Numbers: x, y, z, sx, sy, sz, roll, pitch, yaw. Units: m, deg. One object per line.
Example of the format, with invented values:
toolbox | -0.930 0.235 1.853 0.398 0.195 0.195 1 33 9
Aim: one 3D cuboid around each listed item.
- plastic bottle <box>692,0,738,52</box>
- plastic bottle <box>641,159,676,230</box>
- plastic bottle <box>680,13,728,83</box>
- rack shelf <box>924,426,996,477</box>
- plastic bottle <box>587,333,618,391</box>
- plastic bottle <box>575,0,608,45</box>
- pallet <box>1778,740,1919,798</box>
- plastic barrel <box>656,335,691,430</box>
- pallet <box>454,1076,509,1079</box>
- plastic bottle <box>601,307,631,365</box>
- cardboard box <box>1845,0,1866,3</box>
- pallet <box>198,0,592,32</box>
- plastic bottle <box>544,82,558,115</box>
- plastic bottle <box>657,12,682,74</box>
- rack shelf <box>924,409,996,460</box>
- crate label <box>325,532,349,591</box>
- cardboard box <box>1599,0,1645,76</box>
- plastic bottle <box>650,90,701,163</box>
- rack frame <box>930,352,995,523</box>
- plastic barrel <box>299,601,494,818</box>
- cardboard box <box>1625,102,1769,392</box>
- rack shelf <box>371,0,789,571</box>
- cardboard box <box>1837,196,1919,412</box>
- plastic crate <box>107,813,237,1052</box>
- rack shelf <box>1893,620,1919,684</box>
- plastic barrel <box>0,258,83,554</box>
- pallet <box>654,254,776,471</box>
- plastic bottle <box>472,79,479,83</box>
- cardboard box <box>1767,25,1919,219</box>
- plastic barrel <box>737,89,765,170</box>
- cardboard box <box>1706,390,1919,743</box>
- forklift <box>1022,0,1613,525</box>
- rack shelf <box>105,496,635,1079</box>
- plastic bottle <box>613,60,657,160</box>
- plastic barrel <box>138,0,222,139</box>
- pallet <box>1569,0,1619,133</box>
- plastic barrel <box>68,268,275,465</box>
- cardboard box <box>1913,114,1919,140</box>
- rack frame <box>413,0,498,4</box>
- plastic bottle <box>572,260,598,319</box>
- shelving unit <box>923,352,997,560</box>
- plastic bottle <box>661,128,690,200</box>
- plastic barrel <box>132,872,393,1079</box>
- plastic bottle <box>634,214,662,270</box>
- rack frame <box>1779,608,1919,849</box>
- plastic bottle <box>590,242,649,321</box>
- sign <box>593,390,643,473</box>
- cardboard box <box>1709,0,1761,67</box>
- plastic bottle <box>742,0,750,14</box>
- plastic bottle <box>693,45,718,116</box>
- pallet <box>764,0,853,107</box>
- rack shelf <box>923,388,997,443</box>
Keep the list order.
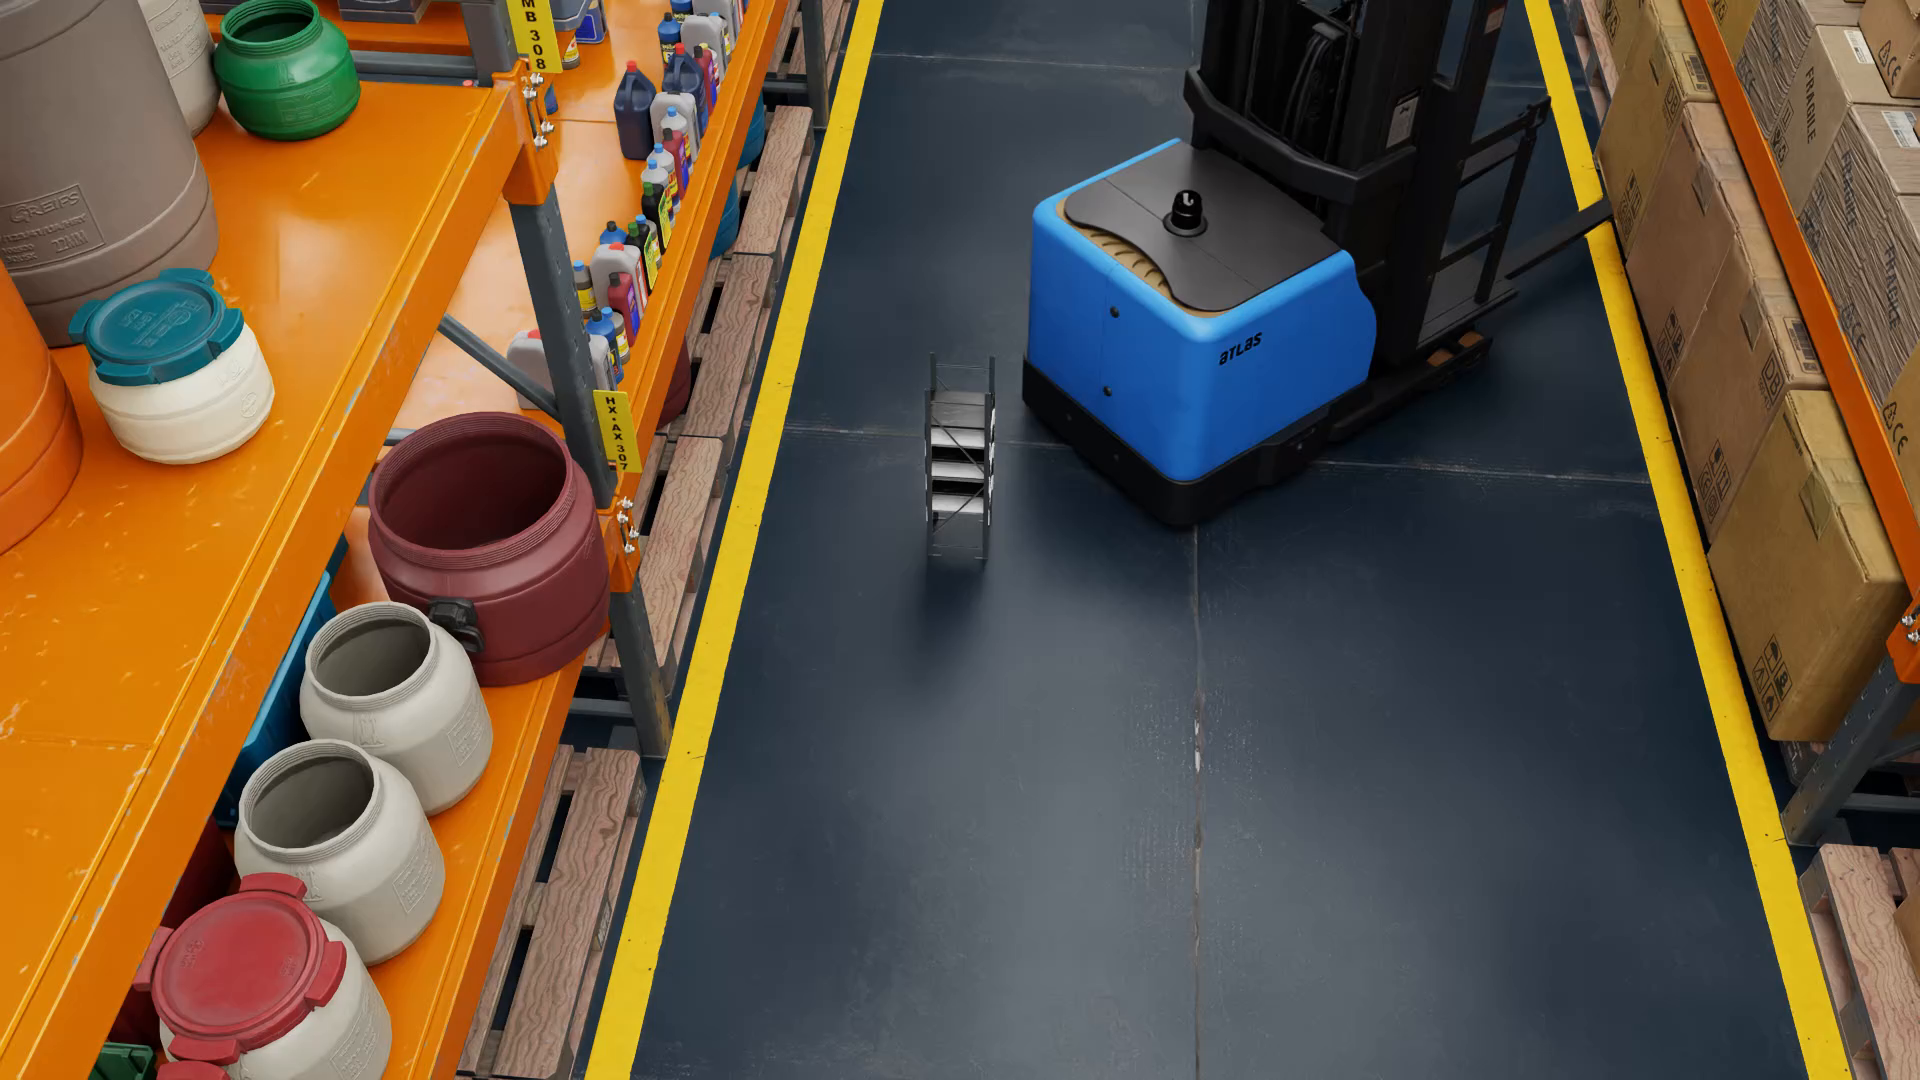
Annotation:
plastic bottle | -0.996 -2.142 6.760 0.152 0.276 0.135 4 48 4
plastic bottle | -1.081 -1.237 5.936 0.097 0.271 0.097 0 48 0
plastic bottle | -1.017 -1.971 6.604 0.152 0.276 0.135 4 48 4
rack shelf | 0.001 -0.348 6.382 0.258 0.077 0.200 4 48 4
plastic bottle | -1.194 -0.548 5.302 0.152 0.276 0.135 4 48 4
plastic bottle | -1.545 -2.186 6.800 0.152 0.276 0.135 4 48 4
pallet | 3.524 0.407 6.235 1.003 0.211 1.213 4 48 4
plastic barrel | -1.424 -0.812 6.809 0.600 0.588 0.708 4 48 4
pallet | -1.778 2.108 4.679 1.003 0.211 1.213 4 48 4
plastic bottle | -1.147 -0.677 5.471 0.097 0.201 0.097 0 48 0
cardboard box | 3.618 -2.298 6.072 0.797 0.503 0.637 4 48 4
pallet | -1.388 -1.798 4.456 1.003 0.211 1.213 4 48 4
plastic bottle | -1.630 -1.788 6.440 0.097 0.271 0.097 0 48 0
plastic bottle | -1.143 -1.964 6.601 0.097 0.271 0.097 0 48 0
rack shelf | 0.001 -0.409 6.315 0.258 0.077 0.200 4 48 4
crate label | -1.967 0.047 4.787 0.303 0.233 0.416 4 48 4
cardboard box | 3.882 -2.804 8.437 0.875 0.875 0.875 4 48 4
plastic bottle | -1.067 -1.567 6.234 0.152 0.276 0.135 4 48 4
rack frame | 0.010 -0.384 6.492 0.240 0.900 0.006 4 48 4
plastic barrel | -1.436 0.439 4.240 0.421 0.512 0.421 0 48 0
cardboard box | 3.623 -1.196 6.966 1.225 0.875 0.875 2 48 2
rack shelf | -1.373 -1.520 6.595 1.077 0.370 4.000 4 48 4
cardboard box | 3.227 -0.739 5.326 0.500 0.500 0.500 3 48 3
plastic crate | -2.007 0.852 3.895 0.402 0.464 0.583 4 48 4
rack shelf | 3.195 1.752 3.602 1.077 0.370 4.000 4 48 4
plastic barrel | -1.906 -0.381 2.742 0.600 0.830 0.708 4 48 4
pallet | -1.411 -0.828 7.365 1.003 0.211 1.213 4 48 4
plastic bottle | -1.810 -1.654 6.309 0.061 0.283 0.133 4 48 4
cardboard box | 3.318 -1.495 6.017 0.500 0.500 0.500 5 48 4
plastic barrel | -1.257 -2.268 7.929 0.600 0.901 0.708 4 48 4
cardboard box | 3.461 0.109 5.773 1.225 0.875 0.875 2 48 2
forklift | 1.748 -1.953 6.550 3.031 2.935 1.130 -29 54 -24
rack shelf | -1.737 1.419 3.907 1.077 0.370 4.000 4 48 4
plastic bottle | -1.213 -1.621 6.233 0.144 0.351 0.185 4 48 4
plastic barrel | -1.888 -1.136 3.648 0.421 0.512 0.421 0 48 0
pallet | 3.889 -2.512 8.905 1.003 0.211 1.213 4 48 4
plastic barrel | -1.438 -0.309 3.061 0.301 0.262 0.301 0 48 0
cardboard box | 3.522 -1.347 5.202 0.797 0.503 0.637 5 48 4
rack frame | -1.555 -2.318 2.772 1.000 3.000 0.127 4 48 4
plastic bottle | -1.277 -0.857 5.636 0.097 0.201 0.097 0 48 0
shelving unit | 0.001 -0.310 6.423 0.258 0.900 0.210 4 48 4
plastic bottle | -1.043 -1.396 6.073 0.061 0.283 0.133 4 48 4
plastic barrel | -1.508 1.055 3.660 0.433 0.535 0.433 0 48 0
plastic bottle | -1.102 -1.044 5.807 0.097 0.201 0.097 0 48 0
rack frame | 3.377 0.040 4.681 1.000 3.000 0.127 4 48 4
plastic bottle | -1.152 -0.888 5.613 0.152 0.276 0.135 4 48 4
sign | -1.007 -0.317 4.896 0.100 0.325 0.005 4 48 4
cardboard box | 3.406 -2.243 6.701 0.500 0.500 0.500 4 48 4
plastic bottle | -0.965 -2.383 6.930 0.144 0.351 0.185 4 48 4
plastic bottle | -0.993 -1.801 6.443 0.061 0.283 0.133 4 48 4
pallet | -1.162 -2.835 9.199 1.003 0.211 1.213 4 48 4
rack shelf | 0.001 -0.469 6.249 0.258 0.077 0.200 4 48 4
